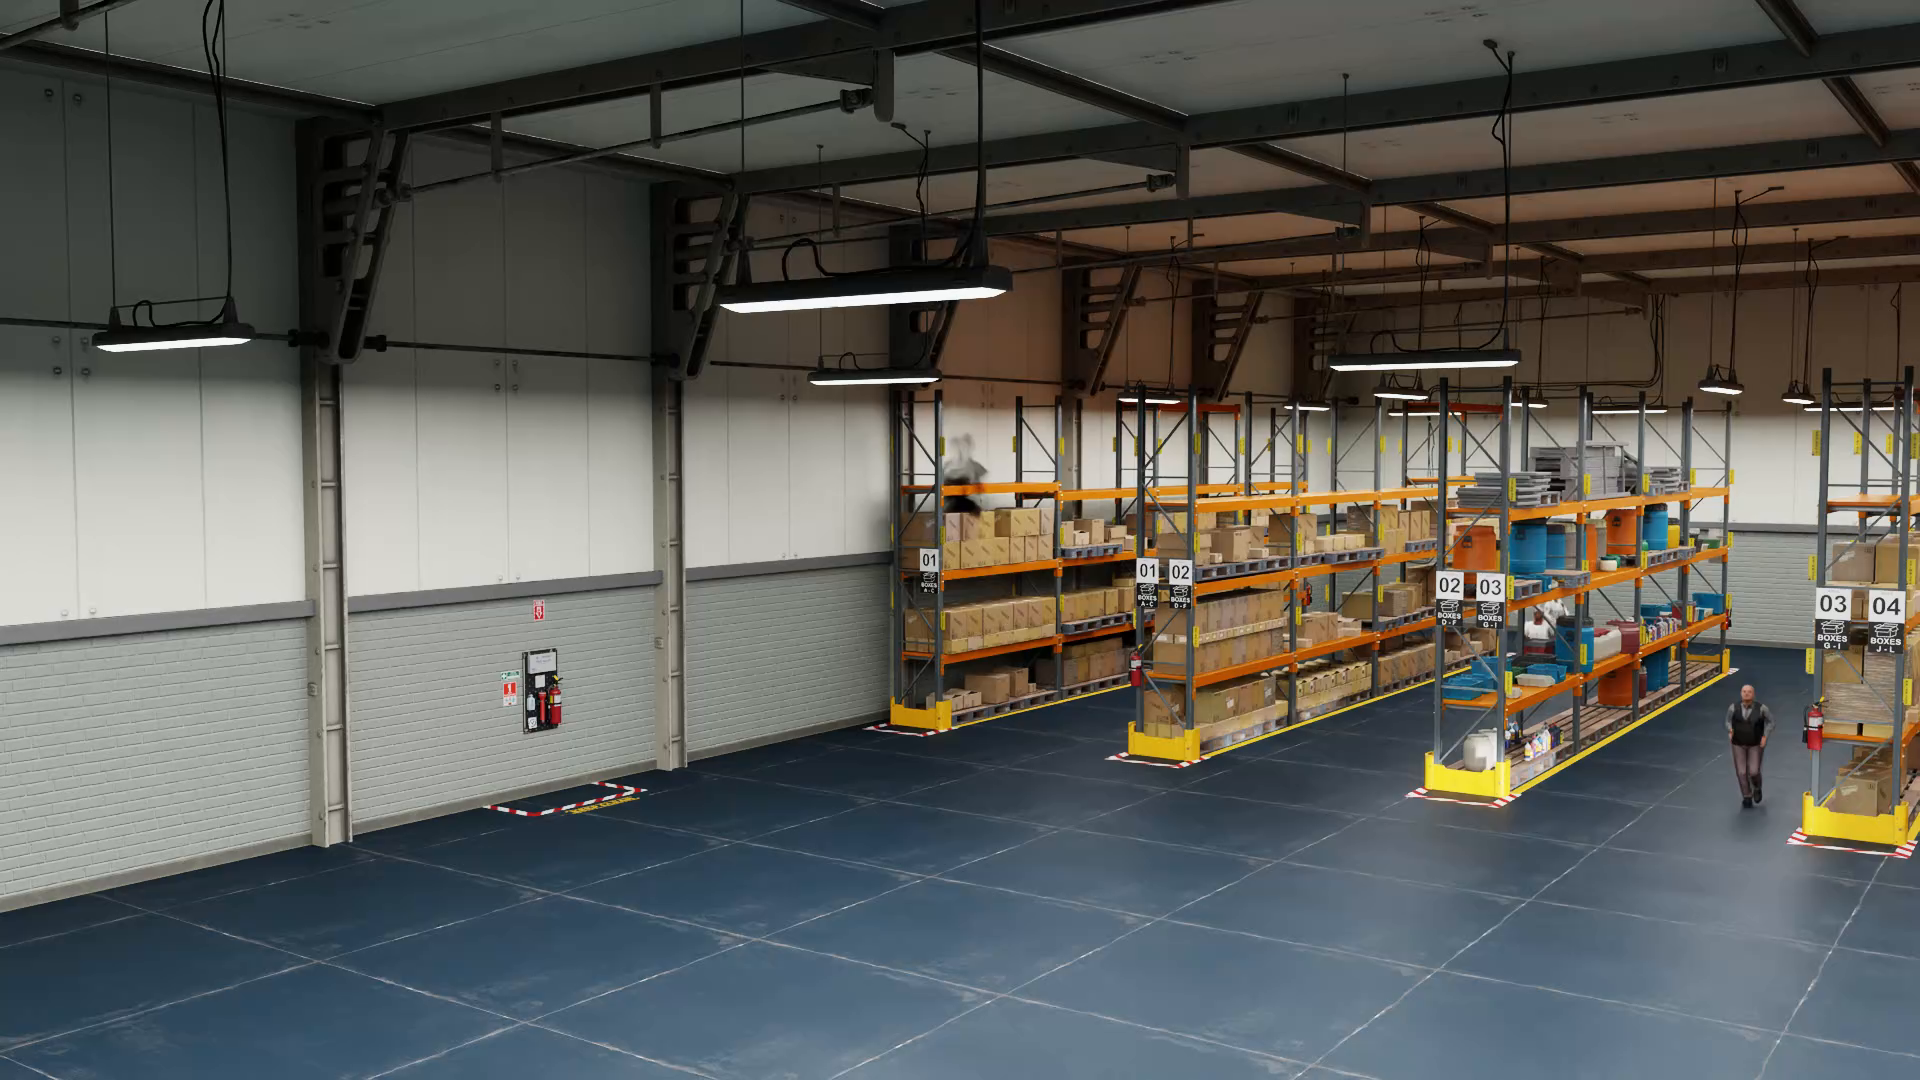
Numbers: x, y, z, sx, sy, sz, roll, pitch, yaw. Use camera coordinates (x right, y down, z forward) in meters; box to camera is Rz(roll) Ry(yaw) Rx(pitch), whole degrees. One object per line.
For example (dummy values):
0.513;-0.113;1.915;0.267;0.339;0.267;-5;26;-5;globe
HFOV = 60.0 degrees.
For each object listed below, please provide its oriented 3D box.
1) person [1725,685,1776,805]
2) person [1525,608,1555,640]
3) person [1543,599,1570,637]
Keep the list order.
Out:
10.923;2.854;23.072;0.635;1.676;0.564;2;4;36;person
11.711;2.237;33.701;0.714;1.741;0.864;2;4;30;person
14.019;1.996;39.181;0.659;1.709;0.817;0;3;0;person
